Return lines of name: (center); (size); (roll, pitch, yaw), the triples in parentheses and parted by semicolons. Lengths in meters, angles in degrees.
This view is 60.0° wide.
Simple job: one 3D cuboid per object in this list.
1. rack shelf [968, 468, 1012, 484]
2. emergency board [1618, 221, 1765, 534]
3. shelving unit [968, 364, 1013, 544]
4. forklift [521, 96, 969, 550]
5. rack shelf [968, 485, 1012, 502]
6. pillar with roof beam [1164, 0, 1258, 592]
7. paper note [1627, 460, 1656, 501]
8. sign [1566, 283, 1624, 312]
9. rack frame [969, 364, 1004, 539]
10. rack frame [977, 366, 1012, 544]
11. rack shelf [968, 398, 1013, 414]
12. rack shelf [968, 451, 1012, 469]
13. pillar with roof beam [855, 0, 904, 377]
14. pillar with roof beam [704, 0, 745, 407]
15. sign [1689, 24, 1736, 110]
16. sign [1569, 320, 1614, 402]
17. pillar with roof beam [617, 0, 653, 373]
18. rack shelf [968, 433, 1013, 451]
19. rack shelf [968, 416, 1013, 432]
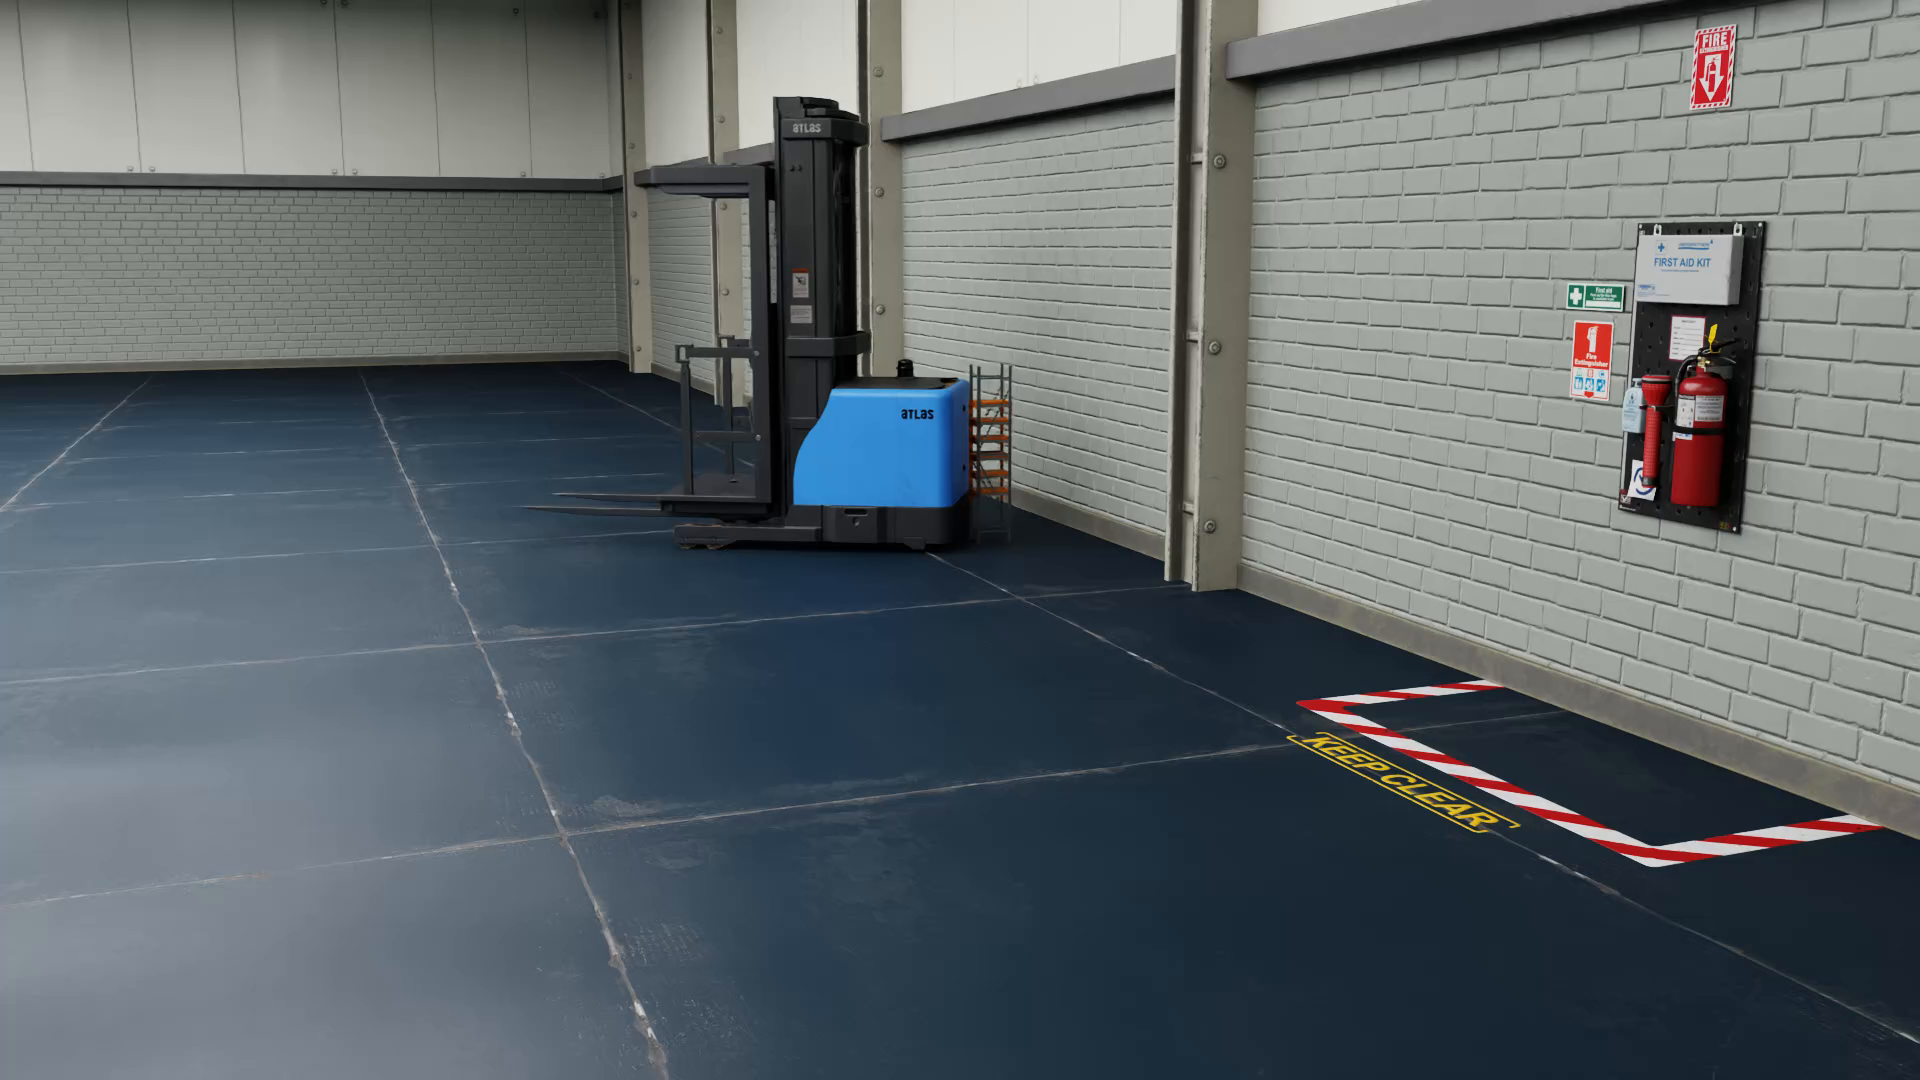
rack shelf: (0.206, -0.423, 11.313); (0.258, 0.103, 0.180); (-3, 10, -16)
emergency board: (2.766, -0.643, 6.470); (0.194, 1.169, 0.643); (-4, 11, -21)
shelving unit: (0.206, -0.585, 11.284); (0.258, 1.200, 0.189); (-3, 10, -16)
forklift: (-1.473, -1.470, 11.317); (3.031, 2.935, 1.130); (1, 10, 8)
rack shelf: (0.206, -0.305, 11.334); (0.258, 0.103, 0.180); (-3, 10, -16)
pillar with roof beam: (-2.561, -3.897, 7.634); (9.100, 9.000, 0.400); (-4, 11, -21)
paper note: (2.766, -0.243, 6.735); (0.016, 0.148, 0.142); (-4, 11, -21)
sign: (2.655, -1.017, 6.958); (0.001, 0.109, 0.331); (-4, 11, -21)
rack frame: (0.180, -0.601, 11.371); (0.240, 1.200, 0.006); (-3, 10, -16)
rack frame: (0.231, -0.570, 11.198); (0.240, 1.200, 0.006); (-3, 10, -16)
rack shelf: (0.206, -0.896, 11.229); (0.258, 0.103, 0.180); (-3, 10, -16)
rack shelf: (0.206, -0.542, 11.292); (0.258, 0.103, 0.180); (-3, 10, -16)
pillar with roof beam: (-4.735, -4.876, 13.139); (9.100, 9.000, 0.400); (-4, 11, -21)
pillar with roof beam: (-6.909, -5.856, 18.645); (9.100, 9.000, 0.400); (-4, 11, -21)
sign: (2.856, -1.792, 6.310); (0.001, 0.298, 0.199); (-4, 11, -21)
sign: (2.662, -0.757, 7.011); (0.001, 0.329, 0.234); (-4, 11, -21)
pillar with roof beam: (-9.084, -6.835, 24.151); (9.100, 9.000, 0.400); (-4, 11, -21)
rack shelf: (0.206, -0.660, 11.271); (0.258, 0.103, 0.180); (-3, 10, -16)
rack shelf: (0.206, -0.778, 11.250); (0.258, 0.103, 0.180); (-3, 10, -16)
